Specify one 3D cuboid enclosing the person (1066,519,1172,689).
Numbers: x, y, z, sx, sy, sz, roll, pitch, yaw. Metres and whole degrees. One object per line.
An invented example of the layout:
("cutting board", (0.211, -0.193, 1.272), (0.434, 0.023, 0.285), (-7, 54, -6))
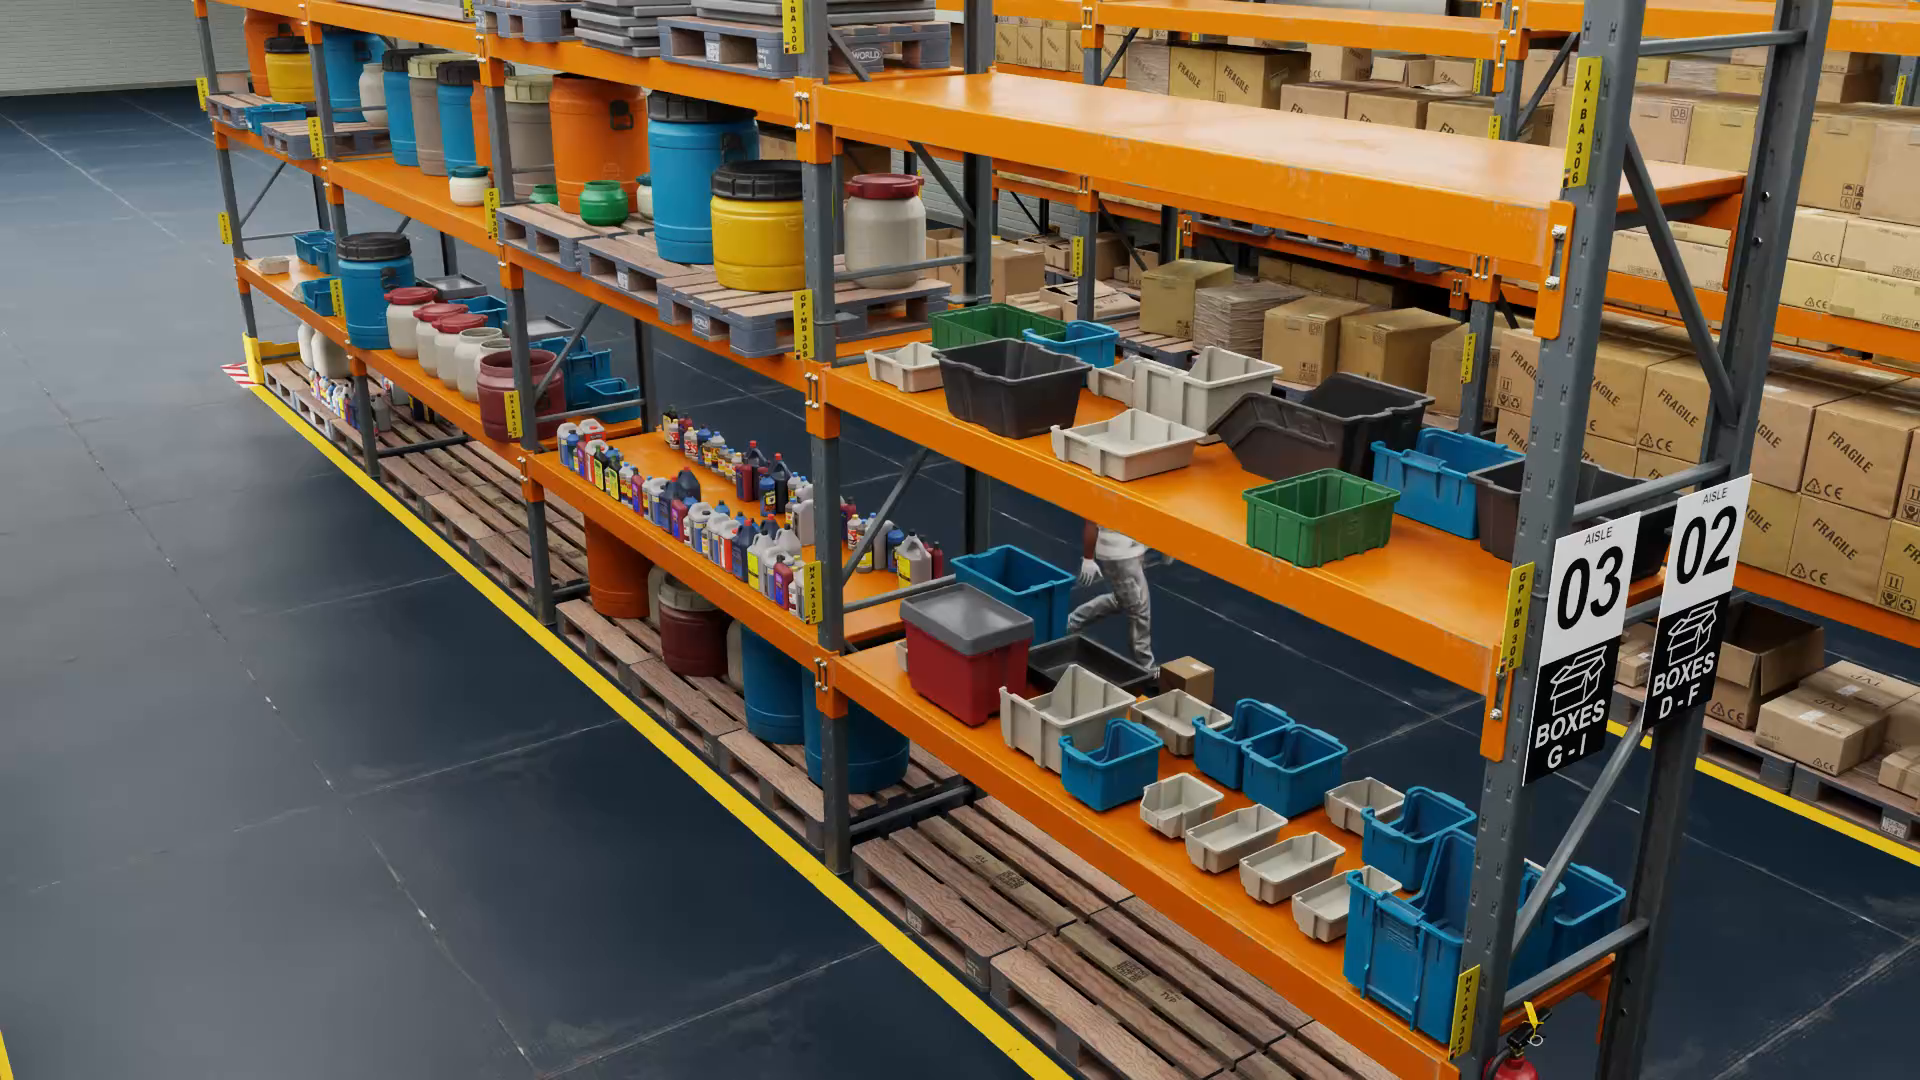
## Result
("person", (1.082, 0.080, 10.895), (0.985, 1.756, 0.558), (10, 23, 24))
